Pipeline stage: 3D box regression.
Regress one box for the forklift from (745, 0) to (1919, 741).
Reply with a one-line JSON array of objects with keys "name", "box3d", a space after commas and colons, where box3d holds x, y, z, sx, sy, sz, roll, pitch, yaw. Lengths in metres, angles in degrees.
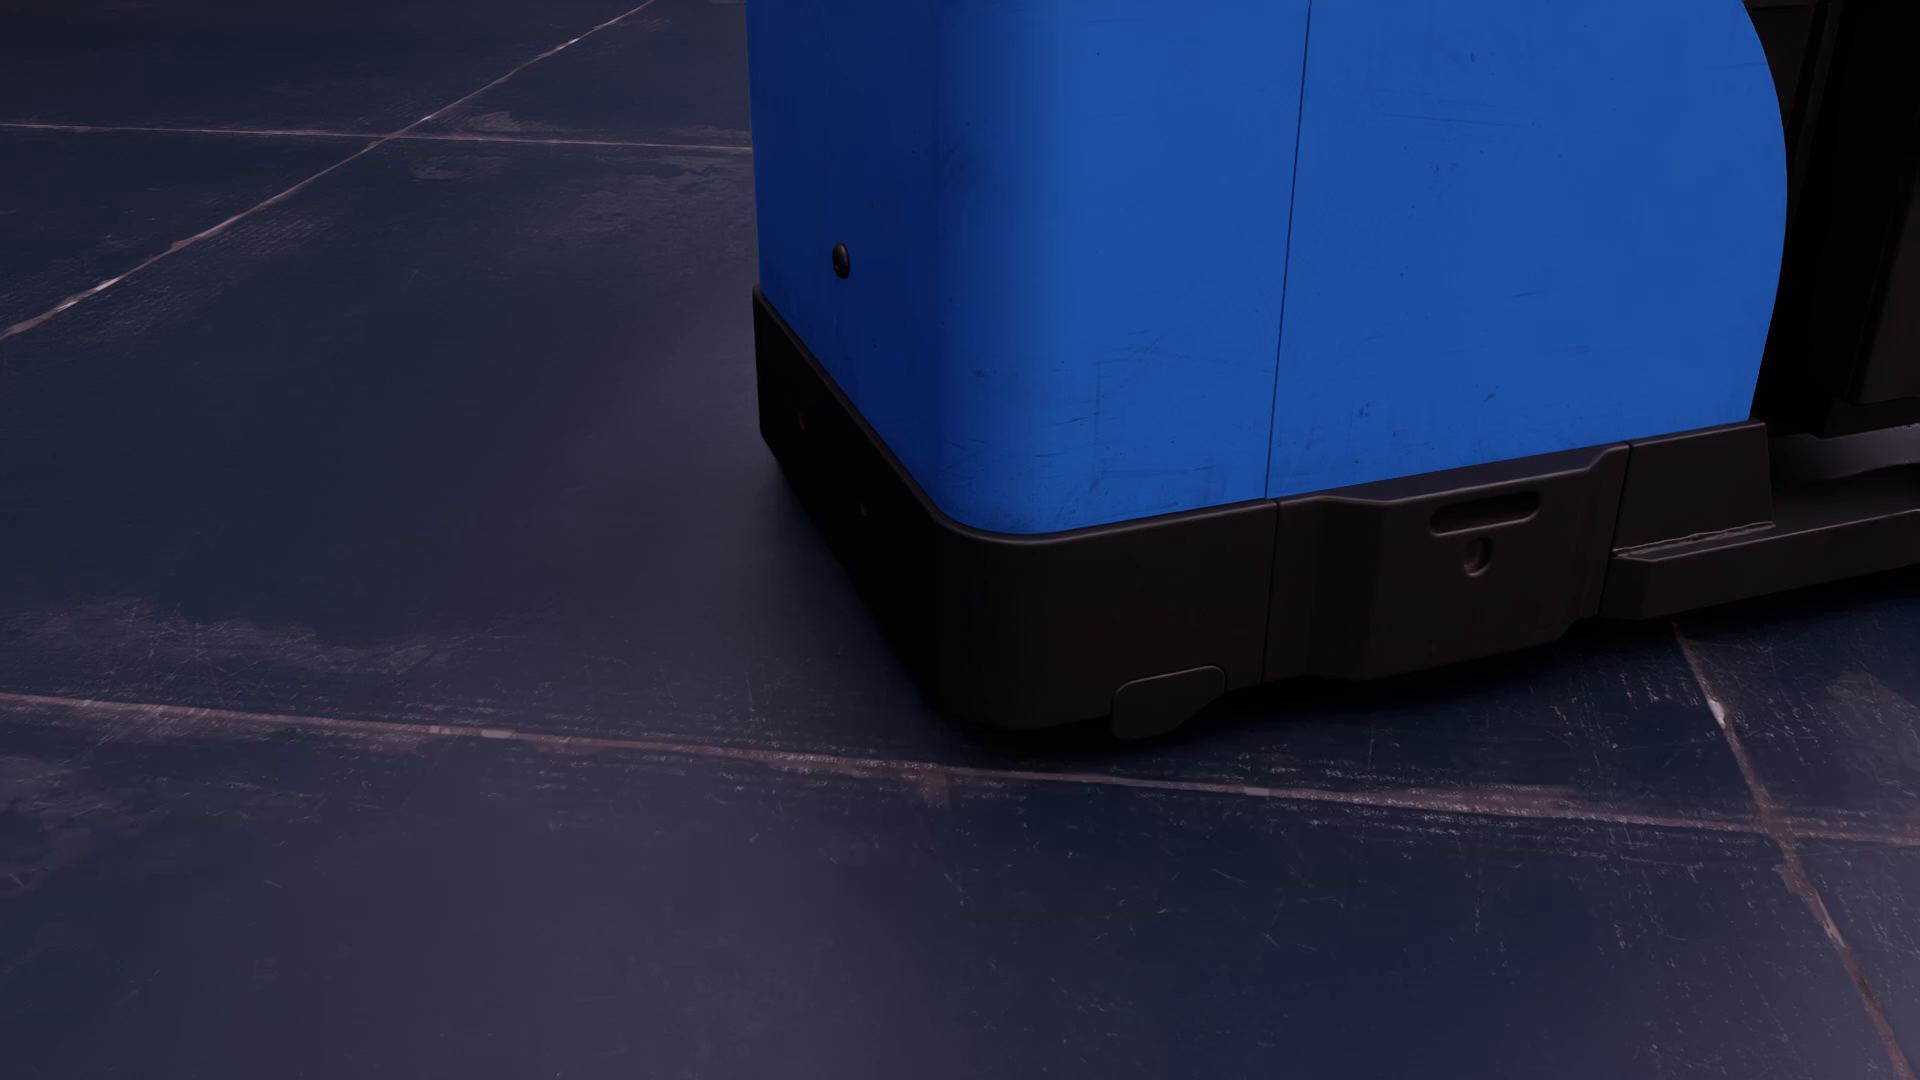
[{"name": "forklift", "box3d": [1.250, -1.467, 2.157, 3.031, 2.935, 1.130, -9, 28, -18]}]
